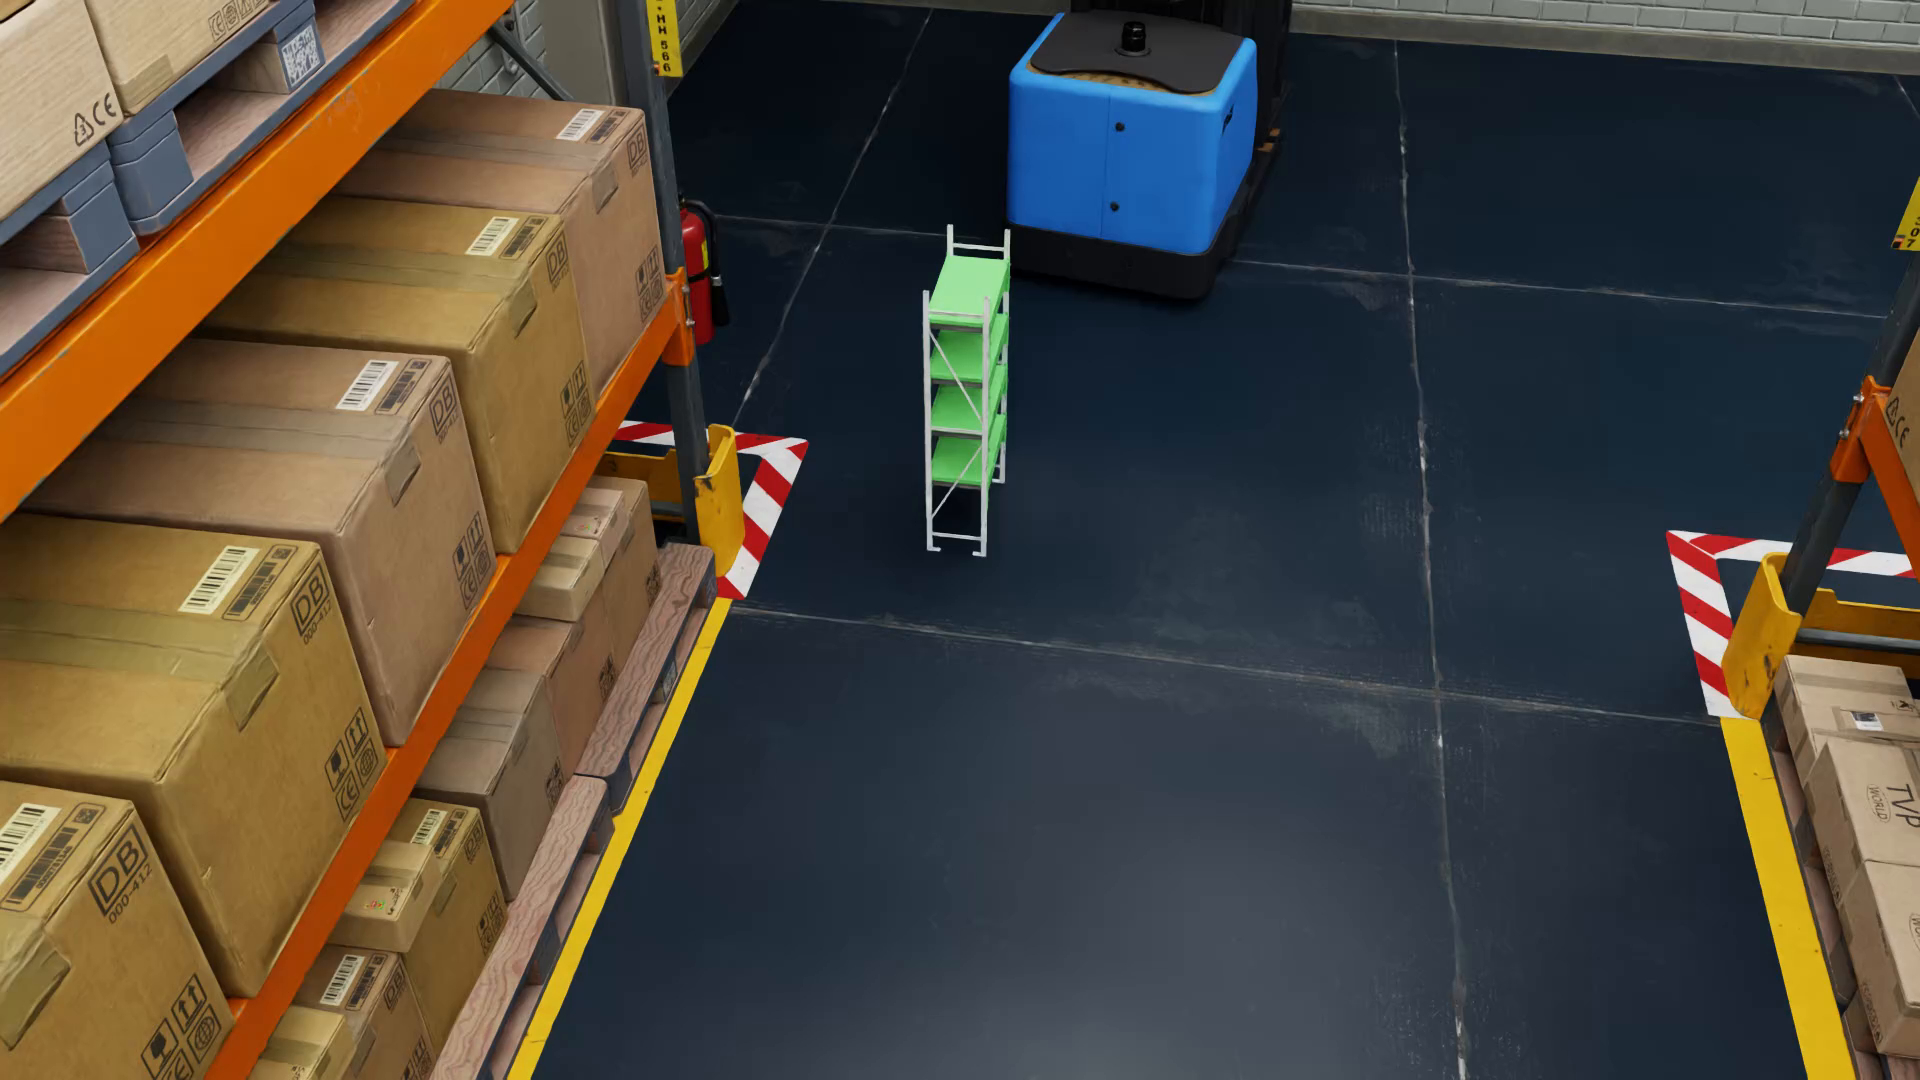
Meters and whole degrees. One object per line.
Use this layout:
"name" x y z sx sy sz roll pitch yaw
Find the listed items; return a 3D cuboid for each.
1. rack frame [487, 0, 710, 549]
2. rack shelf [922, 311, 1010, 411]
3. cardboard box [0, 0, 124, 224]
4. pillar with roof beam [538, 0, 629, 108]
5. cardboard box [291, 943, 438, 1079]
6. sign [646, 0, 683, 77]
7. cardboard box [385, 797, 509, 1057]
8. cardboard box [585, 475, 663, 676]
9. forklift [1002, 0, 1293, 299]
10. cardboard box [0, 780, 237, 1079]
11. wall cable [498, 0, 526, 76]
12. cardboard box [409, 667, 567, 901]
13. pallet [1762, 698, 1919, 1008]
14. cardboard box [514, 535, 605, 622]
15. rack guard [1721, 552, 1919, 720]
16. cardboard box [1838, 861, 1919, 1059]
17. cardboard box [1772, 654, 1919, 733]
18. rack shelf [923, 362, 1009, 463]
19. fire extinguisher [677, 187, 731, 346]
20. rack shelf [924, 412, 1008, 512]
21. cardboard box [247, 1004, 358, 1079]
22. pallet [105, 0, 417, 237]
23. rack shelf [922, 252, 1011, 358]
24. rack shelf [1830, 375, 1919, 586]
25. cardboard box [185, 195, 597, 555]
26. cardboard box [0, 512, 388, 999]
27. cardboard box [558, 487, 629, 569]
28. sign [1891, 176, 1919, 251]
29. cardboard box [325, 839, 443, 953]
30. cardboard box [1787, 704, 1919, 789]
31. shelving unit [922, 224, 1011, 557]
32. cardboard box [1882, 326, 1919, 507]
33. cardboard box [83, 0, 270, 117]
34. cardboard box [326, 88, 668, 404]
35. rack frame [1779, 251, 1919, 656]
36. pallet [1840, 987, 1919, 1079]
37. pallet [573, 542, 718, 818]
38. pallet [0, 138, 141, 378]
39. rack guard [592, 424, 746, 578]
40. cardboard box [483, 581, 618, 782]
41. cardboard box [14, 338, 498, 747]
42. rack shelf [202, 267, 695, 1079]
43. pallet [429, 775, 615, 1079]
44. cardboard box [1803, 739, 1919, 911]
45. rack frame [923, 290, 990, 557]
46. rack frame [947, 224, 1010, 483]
"rack frame" -1.474 -1.155 5.793 1.000 3.000 0.127 6 40 8
"rack shelf" 0.029 -0.702 6.381 0.258 0.148 0.480 6 40 8
"cardboard box" -1.685 -0.666 2.557 0.500 0.250 0.500 6 40 7
"pillar with roof beam" 2.381 -4.782 5.472 9.100 9.000 0.400 6 40 8
"cardboard box" -1.846 1.384 4.354 0.700 0.500 0.500 6 40 7
"sign" -0.942 -1.624 5.265 0.100 0.325 0.005 6 40 8
"cardboard box" -1.754 1.062 4.743 0.700 0.500 0.500 7 40 9
"cardboard box" -1.497 0.097 5.911 0.700 0.500 0.500 6 40 8
"forklift" 1.186 -3.242 8.371 1.130 2.935 3.031 13 41 15
"cardboard box" -2.056 0.901 3.070 0.980 0.700 0.700 7 40 8
"wall cable" -2.184 -2.454 6.567 0.084 1.984 1.851 6 40 8
"cardboard box" -1.669 0.727 5.149 0.700 0.500 0.500 5 40 6
"pallet" 3.256 1.012 5.361 1.003 0.211 1.213 6 40 8
"cardboard box" -1.383 0.108 5.388 0.380 0.149 0.250 7 40 9
"rack guard" 3.393 0.400 5.874 1.175 0.500 0.348 6 40 8
"cardboard box" 2.859 1.217 4.737 0.500 0.250 0.500 6 40 8
"cardboard box" 2.995 0.543 5.631 0.380 0.149 0.250 6 40 8
"rack shelf" 0.029 -0.517 6.534 0.258 0.148 0.480 6 40 8
"fire extinguisher" -0.993 -1.025 5.989 0.296 0.674 0.183 6 40 8
"rack shelf" 0.029 -0.332 6.687 0.258 0.148 0.480 6 40 8
"cardboard box" -1.697 1.254 4.002 0.380 0.149 0.250 8 40 9
"pallet" -1.801 -1.042 3.372 1.003 0.211 1.213 6 40 8
"rack shelf" 0.029 -0.887 6.228 0.258 0.148 0.480 6 40 8
"rack shelf" 3.060 0.921 3.846 1.077 0.370 4.000 6 40 8
"cardboard box" -1.667 -0.491 4.755 0.980 0.700 0.700 6 40 7
"cardboard box" -1.924 0.444 3.624 0.980 0.700 0.700 5 40 7
"cardboard box" -1.339 -0.052 5.582 0.380 0.149 0.250 6 40 7
"sign" 2.871 -1.004 4.931 0.100 0.325 0.005 6 40 8
"cardboard box" -1.607 0.927 4.398 0.380 0.149 0.250 5 40 6
"cardboard box" 2.951 0.693 5.436 0.380 0.166 0.250 6 40 8
"shelving unit" 0.029 -0.566 6.493 0.258 1.200 0.503 6 40 8
"cardboard box" 3.069 -0.400 4.801 0.500 0.500 0.500 7 40 9
"cardboard box" -1.603 -0.989 2.947 0.500 0.250 0.500 5 40 6
"cardboard box" -1.552 -0.949 5.309 0.980 0.700 0.700 8 40 10
"rack frame" 3.406 -0.611 5.135 1.000 3.000 0.127 6 40 8
"pallet" 3.042 1.775 4.437 1.003 0.211 1.213 6 40 8
"pallet" -1.535 0.430 6.064 1.003 0.211 1.213 6 40 8
"pallet" -2.014 -0.279 2.449 1.003 0.211 1.213 6 40 8
"rack guard" -1.470 -0.207 6.607 1.175 0.500 0.348 6 40 8
"cardboard box" -1.583 0.411 5.531 0.700 0.500 0.500 6 40 8
"cardboard box" -1.808 -0.014 4.177 0.980 0.700 0.700 5 40 6
"rack shelf" -1.820 0.378 4.504 1.077 0.370 4.000 6 40 8
"pallet" -1.749 1.194 5.141 1.003 0.211 1.213 6 40 8
"cardboard box" 2.946 0.903 5.116 0.500 0.250 0.500 6 40 8
"rack frame" -0.014 -0.413 6.308 0.240 1.200 0.015 6 40 8
"rack frame" 0.071 -0.719 6.679 0.240 1.200 0.015 6 40 8
